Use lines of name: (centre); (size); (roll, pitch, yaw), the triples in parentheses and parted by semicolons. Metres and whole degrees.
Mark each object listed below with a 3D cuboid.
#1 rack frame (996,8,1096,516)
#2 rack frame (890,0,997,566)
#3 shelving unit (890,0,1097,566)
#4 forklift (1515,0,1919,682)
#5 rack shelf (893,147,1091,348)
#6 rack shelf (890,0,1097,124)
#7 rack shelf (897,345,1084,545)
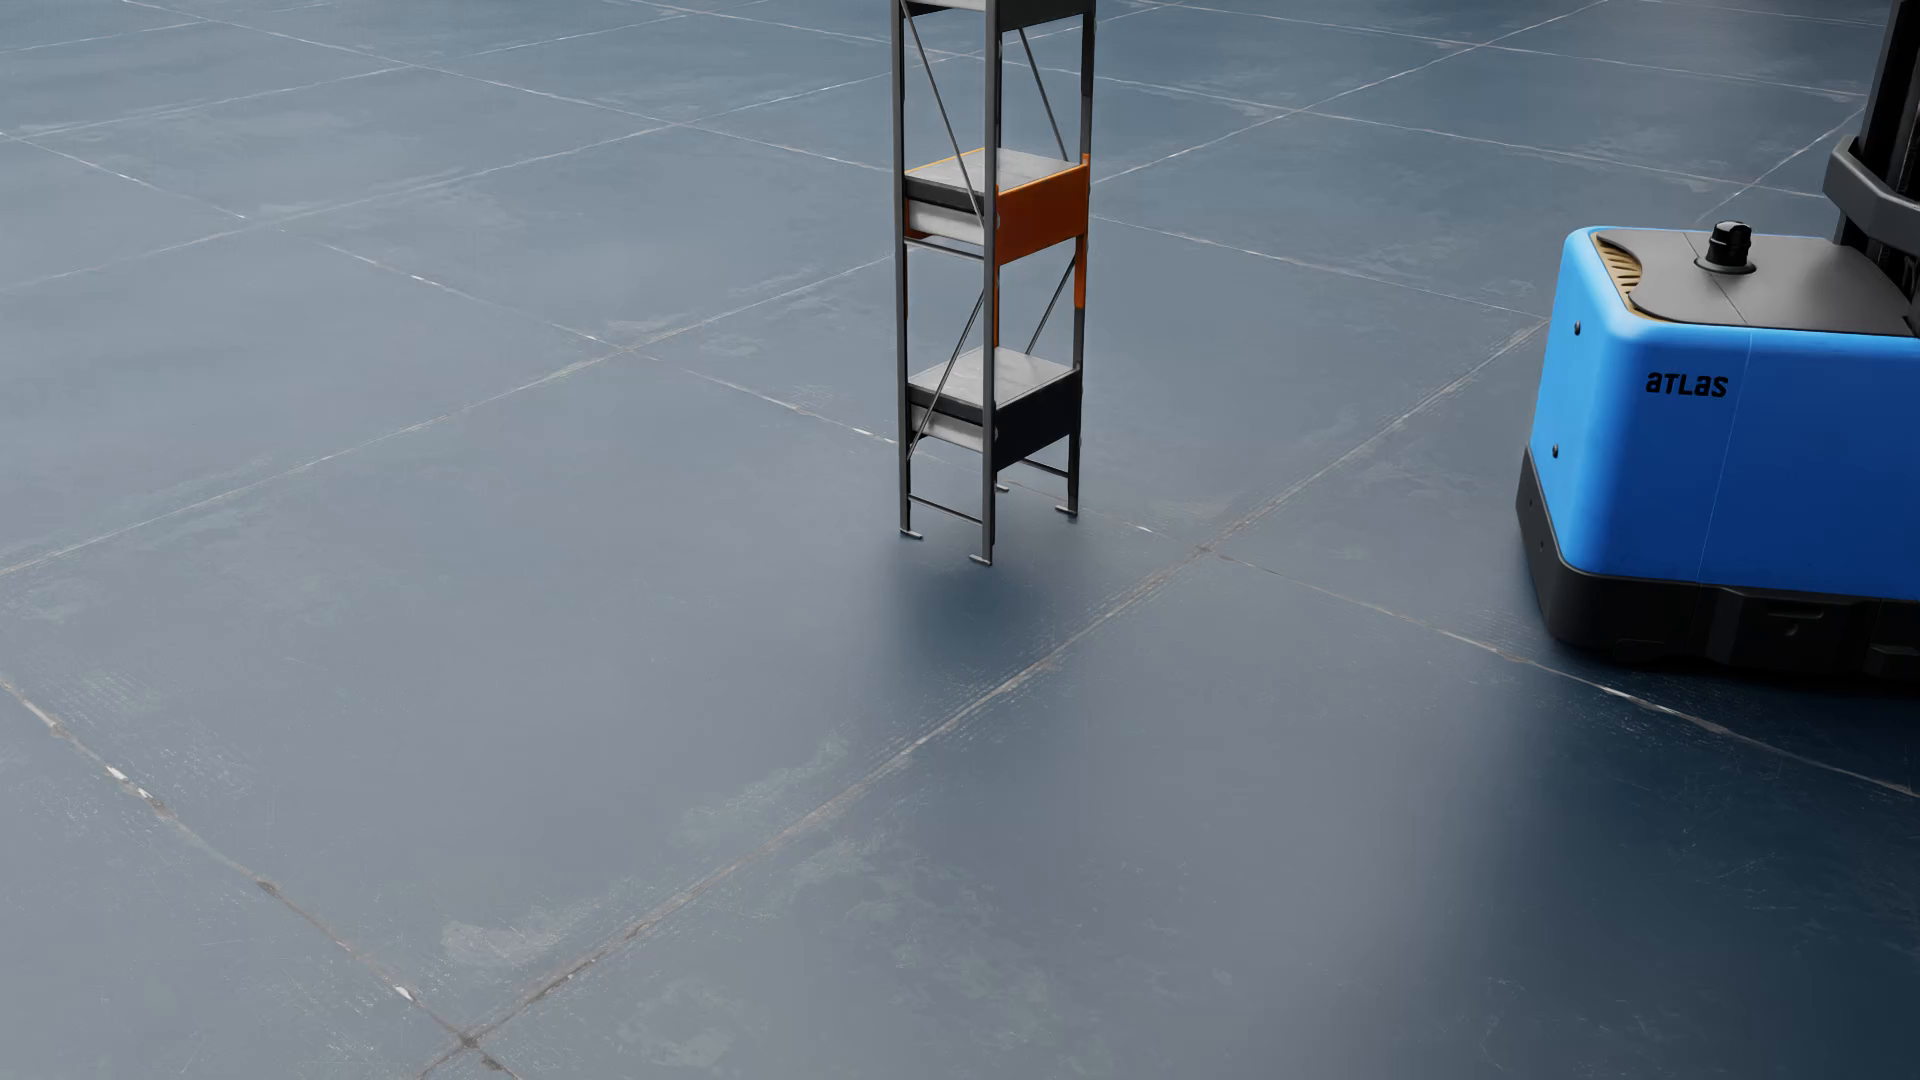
rack frame: (0.261, -1.078, 5.548); (0.400, 2.100, 0.015); (21, 34, 34)
rack frame: (-0.050, -0.905, 5.214); (0.400, 2.100, 0.015); (21, 34, 34)
shelving unit: (0.105, -0.991, 5.381); (0.431, 2.100, 0.503); (21, 34, 34)
forklift: (3.356, -1.037, 4.565); (3.031, 2.935, 1.130); (5, 28, 9)
rack shelf: (0.105, -0.979, 5.387); (0.431, 0.518, 0.480); (21, 34, 34)
rack shelf: (0.105, -1.601, 5.066); (0.431, 0.518, 0.480); (21, 34, 34)
rack shelf: (0.105, -0.357, 5.709); (0.431, 0.518, 0.480); (21, 34, 34)
